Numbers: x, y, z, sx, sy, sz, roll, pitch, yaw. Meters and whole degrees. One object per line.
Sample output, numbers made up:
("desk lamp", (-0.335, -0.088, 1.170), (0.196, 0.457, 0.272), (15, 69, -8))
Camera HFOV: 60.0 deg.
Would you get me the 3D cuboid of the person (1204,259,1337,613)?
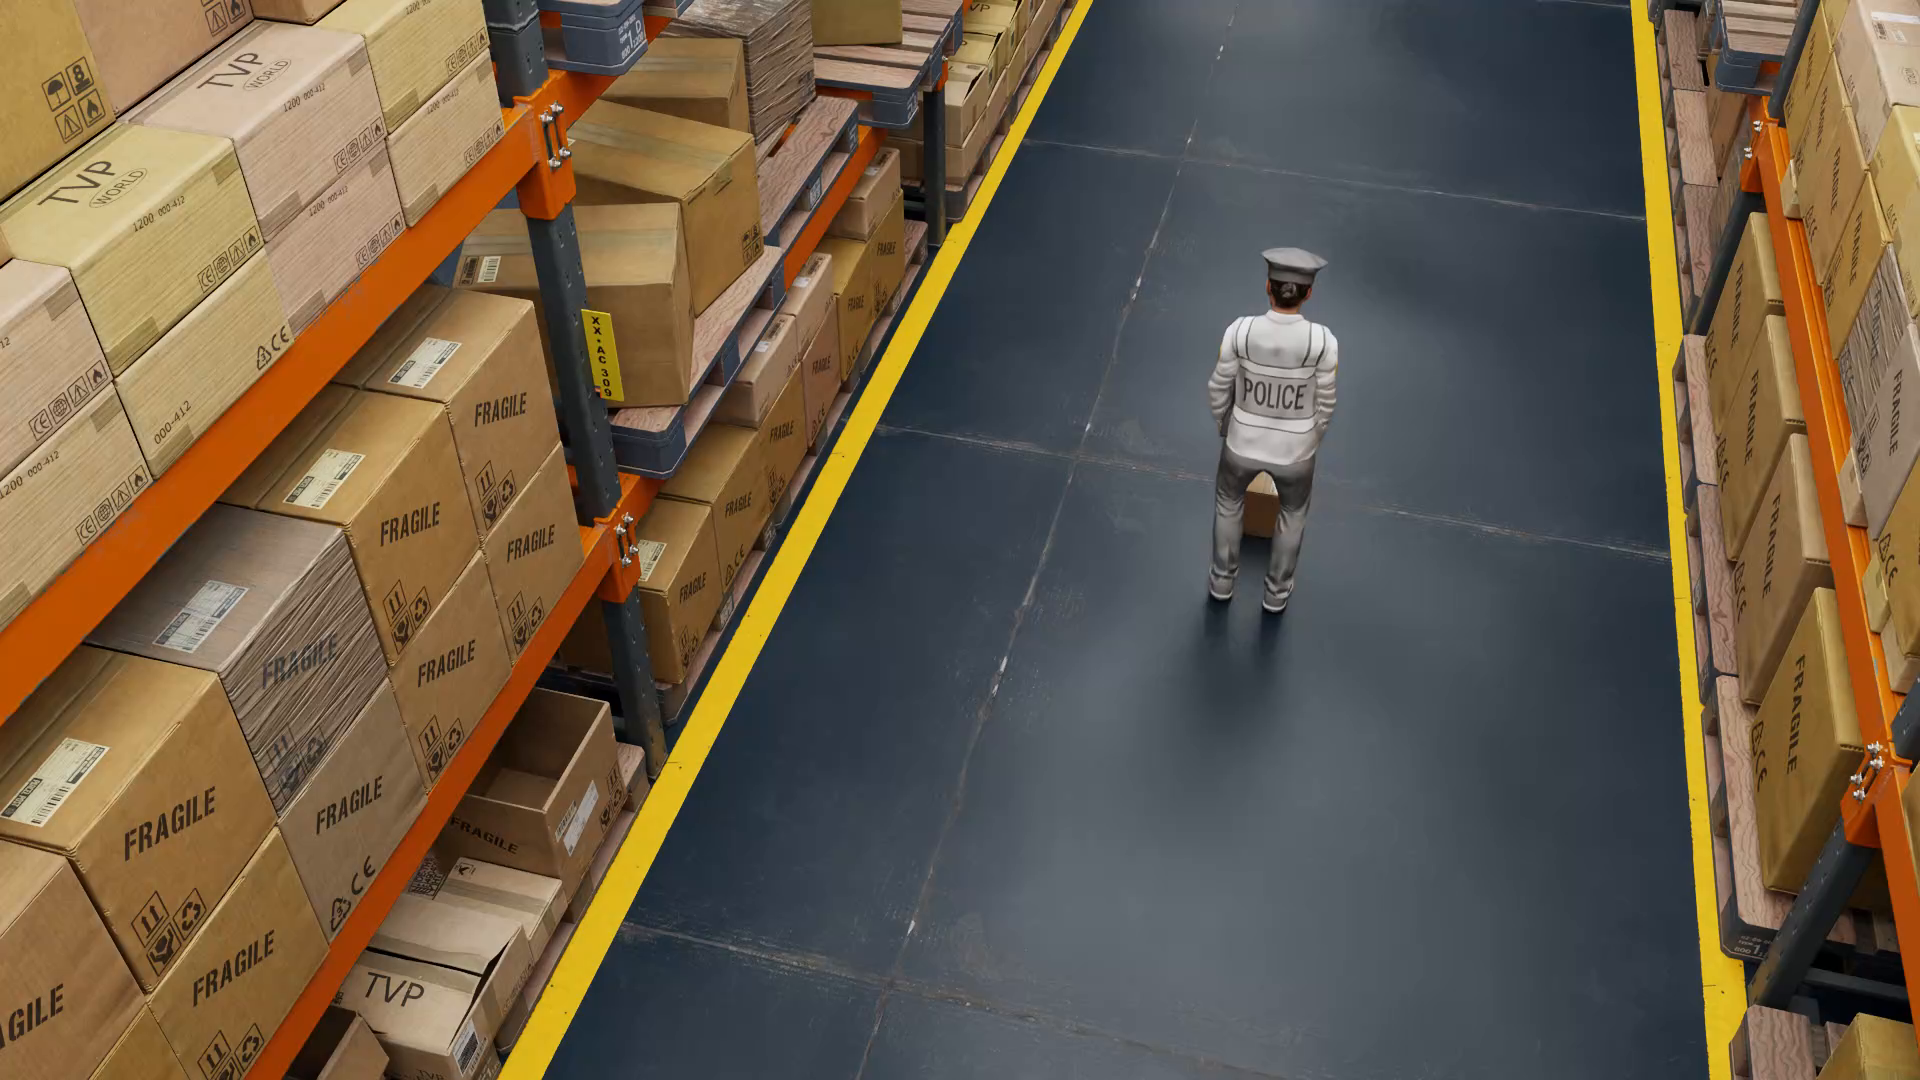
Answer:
("person", (1.227, -0.394, 6.710), (0.523, 1.542, 0.569), (11, 42, 12))
